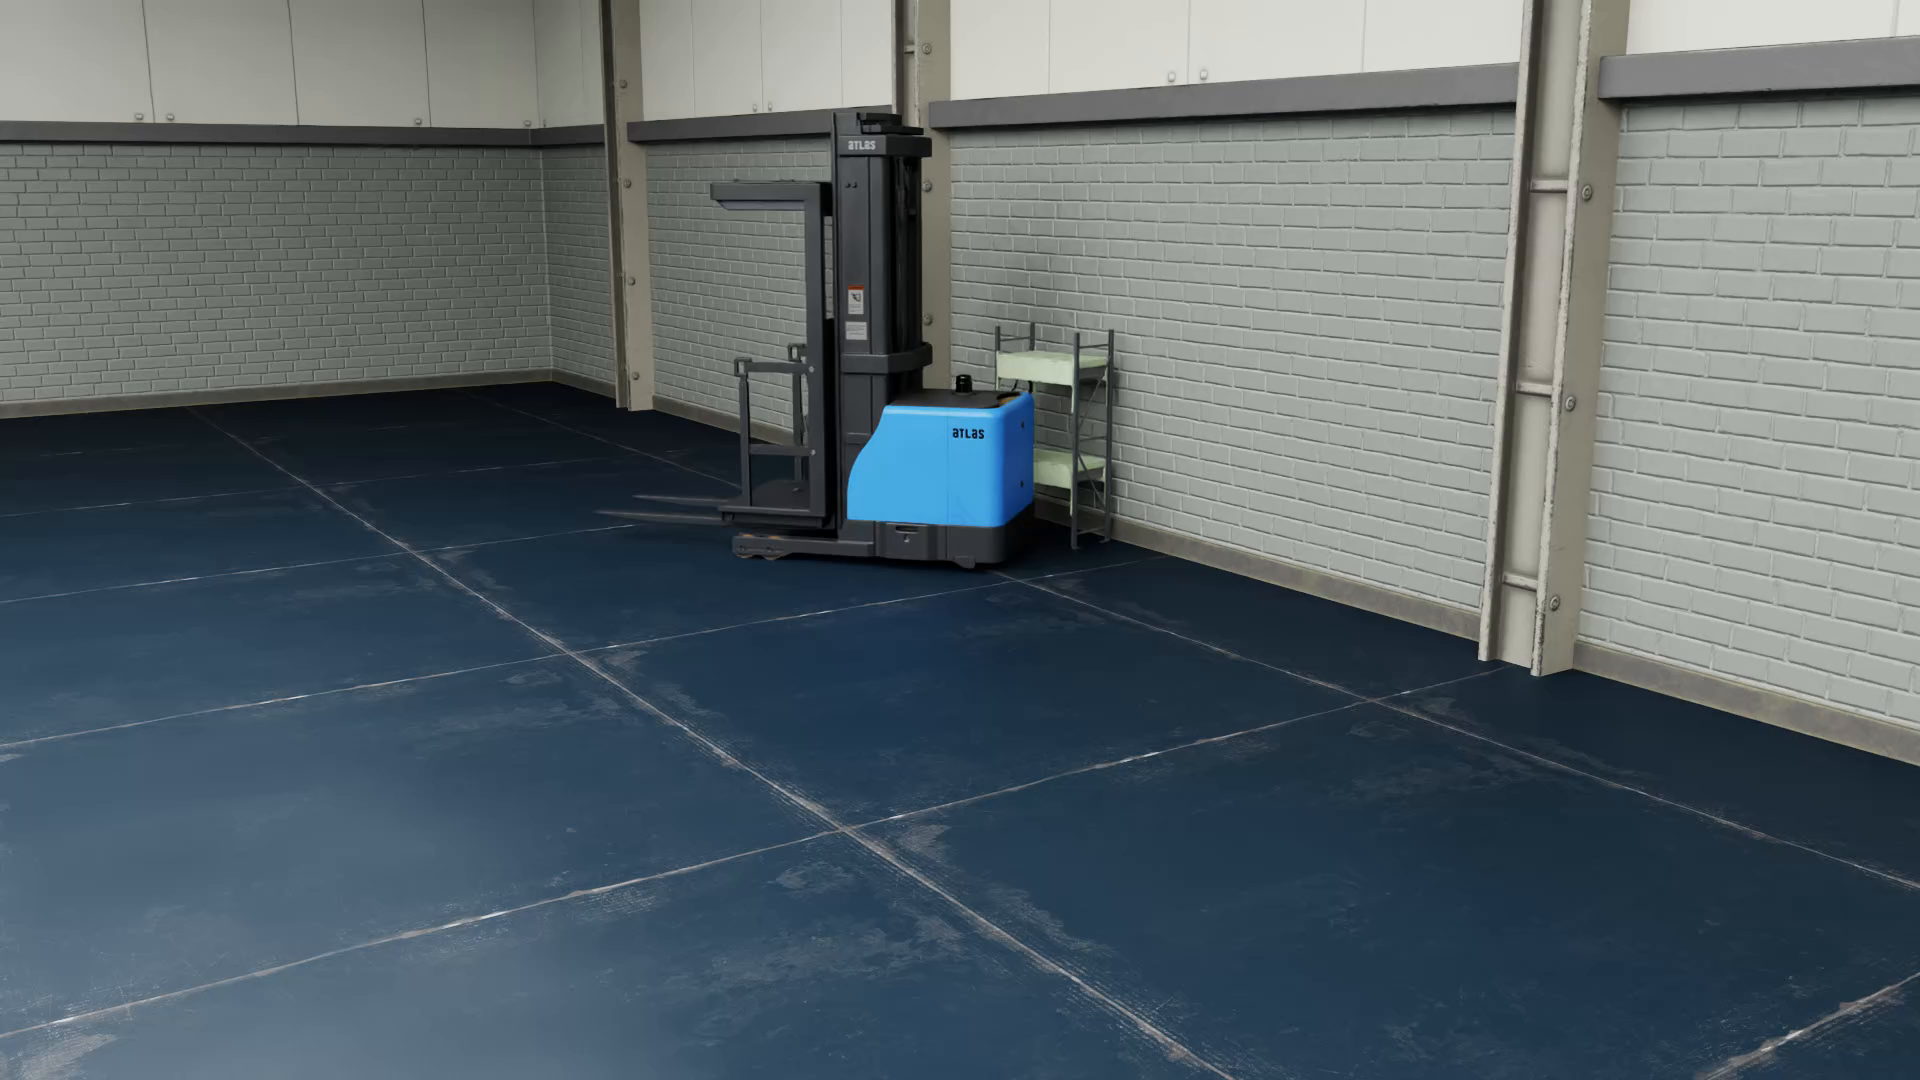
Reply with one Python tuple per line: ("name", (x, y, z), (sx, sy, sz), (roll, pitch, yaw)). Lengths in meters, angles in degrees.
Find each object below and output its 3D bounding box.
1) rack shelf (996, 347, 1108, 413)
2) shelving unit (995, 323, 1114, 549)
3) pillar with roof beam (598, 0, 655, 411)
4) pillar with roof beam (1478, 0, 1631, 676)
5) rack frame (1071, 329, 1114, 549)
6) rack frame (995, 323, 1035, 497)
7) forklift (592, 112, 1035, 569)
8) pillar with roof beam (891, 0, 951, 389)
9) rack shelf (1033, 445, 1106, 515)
("rack shelf", (0.658, -1.135, 11.714), (0.720, 0.370, 0.431), (12, 17, 43))
("shelving unit", (0.658, -0.754, 11.797), (0.755, 1.500, 0.431), (12, 17, 43))
("pillar with roof beam", (-7.213, -5.365, 15.333), (9.100, 9.000, 0.400), (-8, 15, -33))
("pillar with roof beam", (-0.565, -3.231, 5.573), (9.100, 9.000, 0.400), (-8, 15, -33))
("rack frame", (0.920, -0.699, 11.548), (0.023, 1.500, 0.400), (12, 17, 43))
("rack frame", (0.396, -0.808, 12.047), (0.023, 1.500, 0.400), (12, 17, 43))
("forklift", (-1.051, -1.397, 11.387), (3.031, 2.935, 1.130), (3, 13, 15))
("pillar with roof beam", (-3.889, -4.298, 10.453), (9.100, 9.000, 0.400), (-8, 15, -33))
("rack shelf", (0.658, -0.435, 11.867), (0.720, 0.370, 0.431), (12, 17, 43))
